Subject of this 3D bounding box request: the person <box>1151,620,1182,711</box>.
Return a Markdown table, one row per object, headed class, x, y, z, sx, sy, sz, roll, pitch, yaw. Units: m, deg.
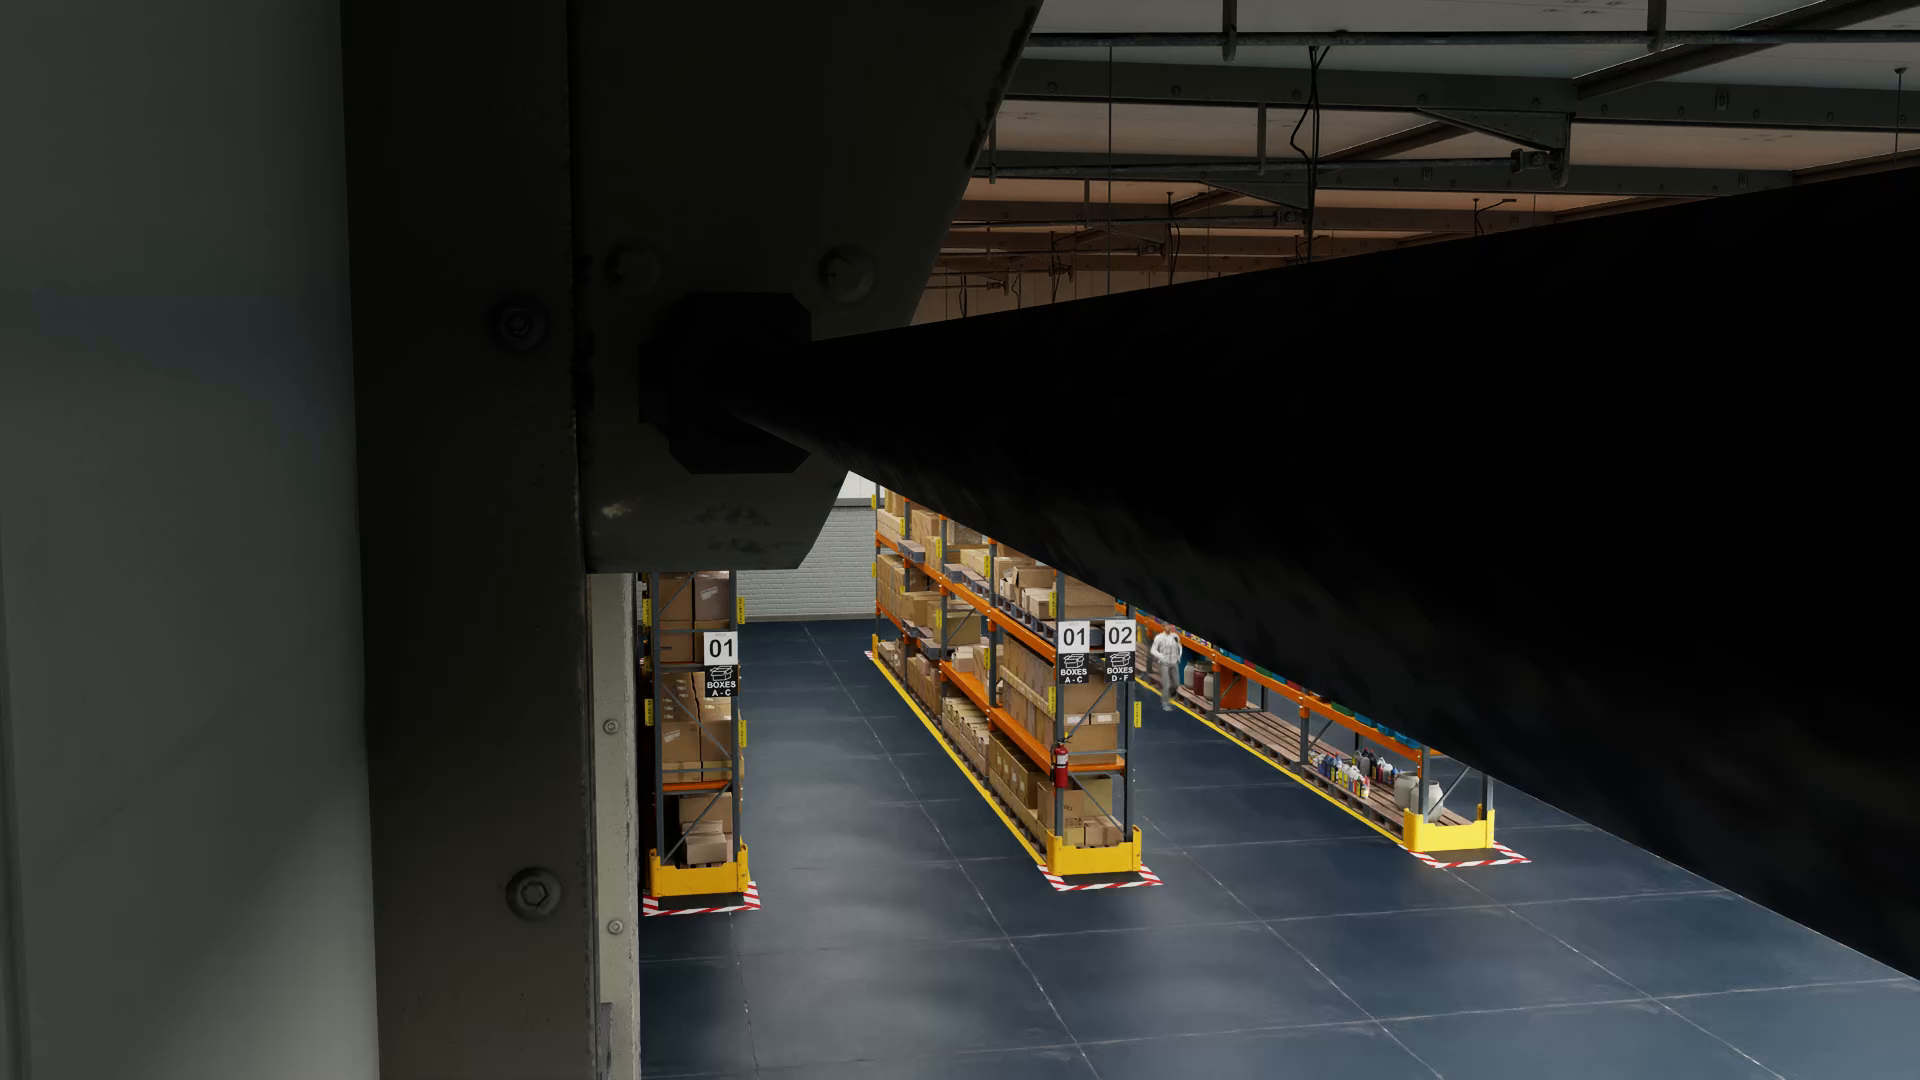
| class | x | y | z | sx | sy | sz | roll | pitch | yaw |
| --- | --- | --- | --- | --- | --- | --- | --- | --- | --- |
| person | 3.695 | 2.196 | 29.416 | 0.611 | 1.661 | 0.506 | -1 | 6 | -14 |
